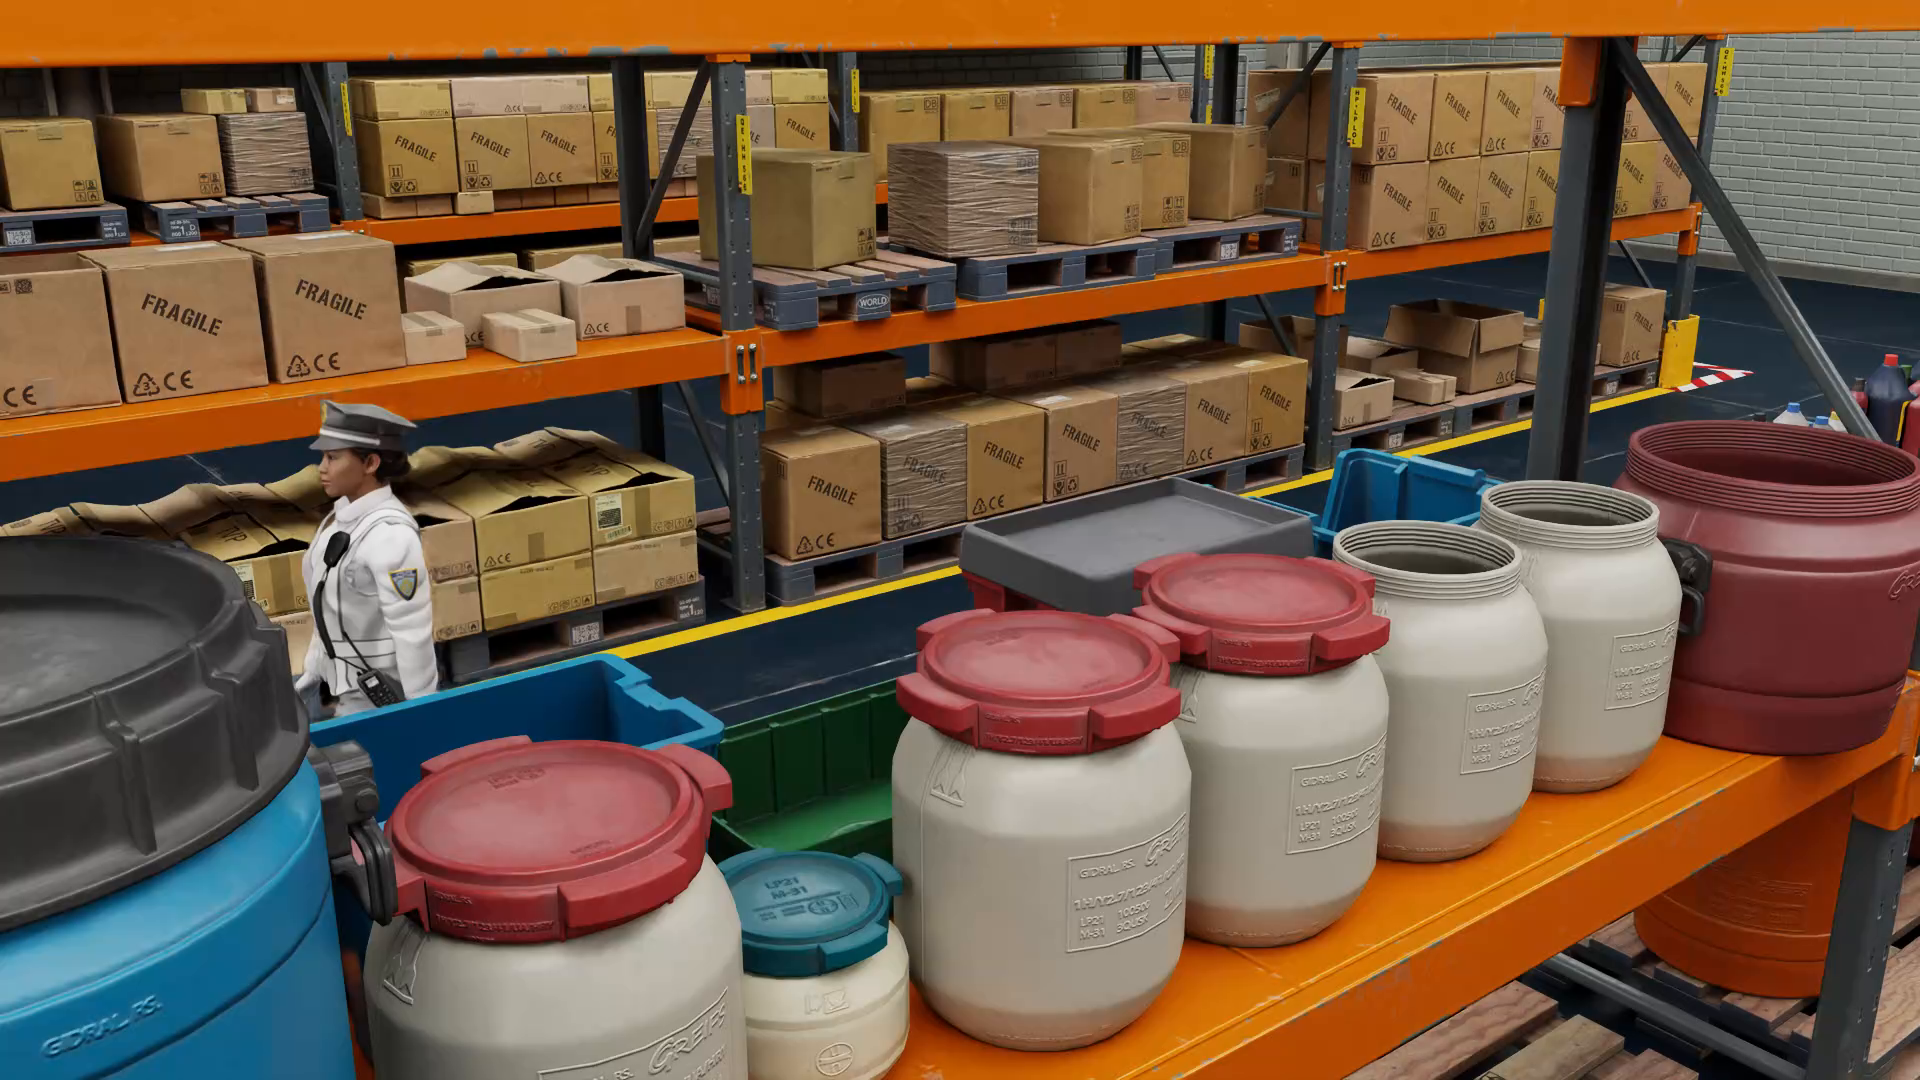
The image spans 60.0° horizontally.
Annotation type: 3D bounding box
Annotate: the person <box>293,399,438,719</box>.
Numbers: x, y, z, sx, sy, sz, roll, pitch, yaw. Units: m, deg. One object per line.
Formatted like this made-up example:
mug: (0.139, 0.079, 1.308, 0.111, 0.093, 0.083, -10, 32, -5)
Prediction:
person: (-1.671, 0.462, 4.618, 0.585, 1.747, 0.491, -9, 20, -26)
